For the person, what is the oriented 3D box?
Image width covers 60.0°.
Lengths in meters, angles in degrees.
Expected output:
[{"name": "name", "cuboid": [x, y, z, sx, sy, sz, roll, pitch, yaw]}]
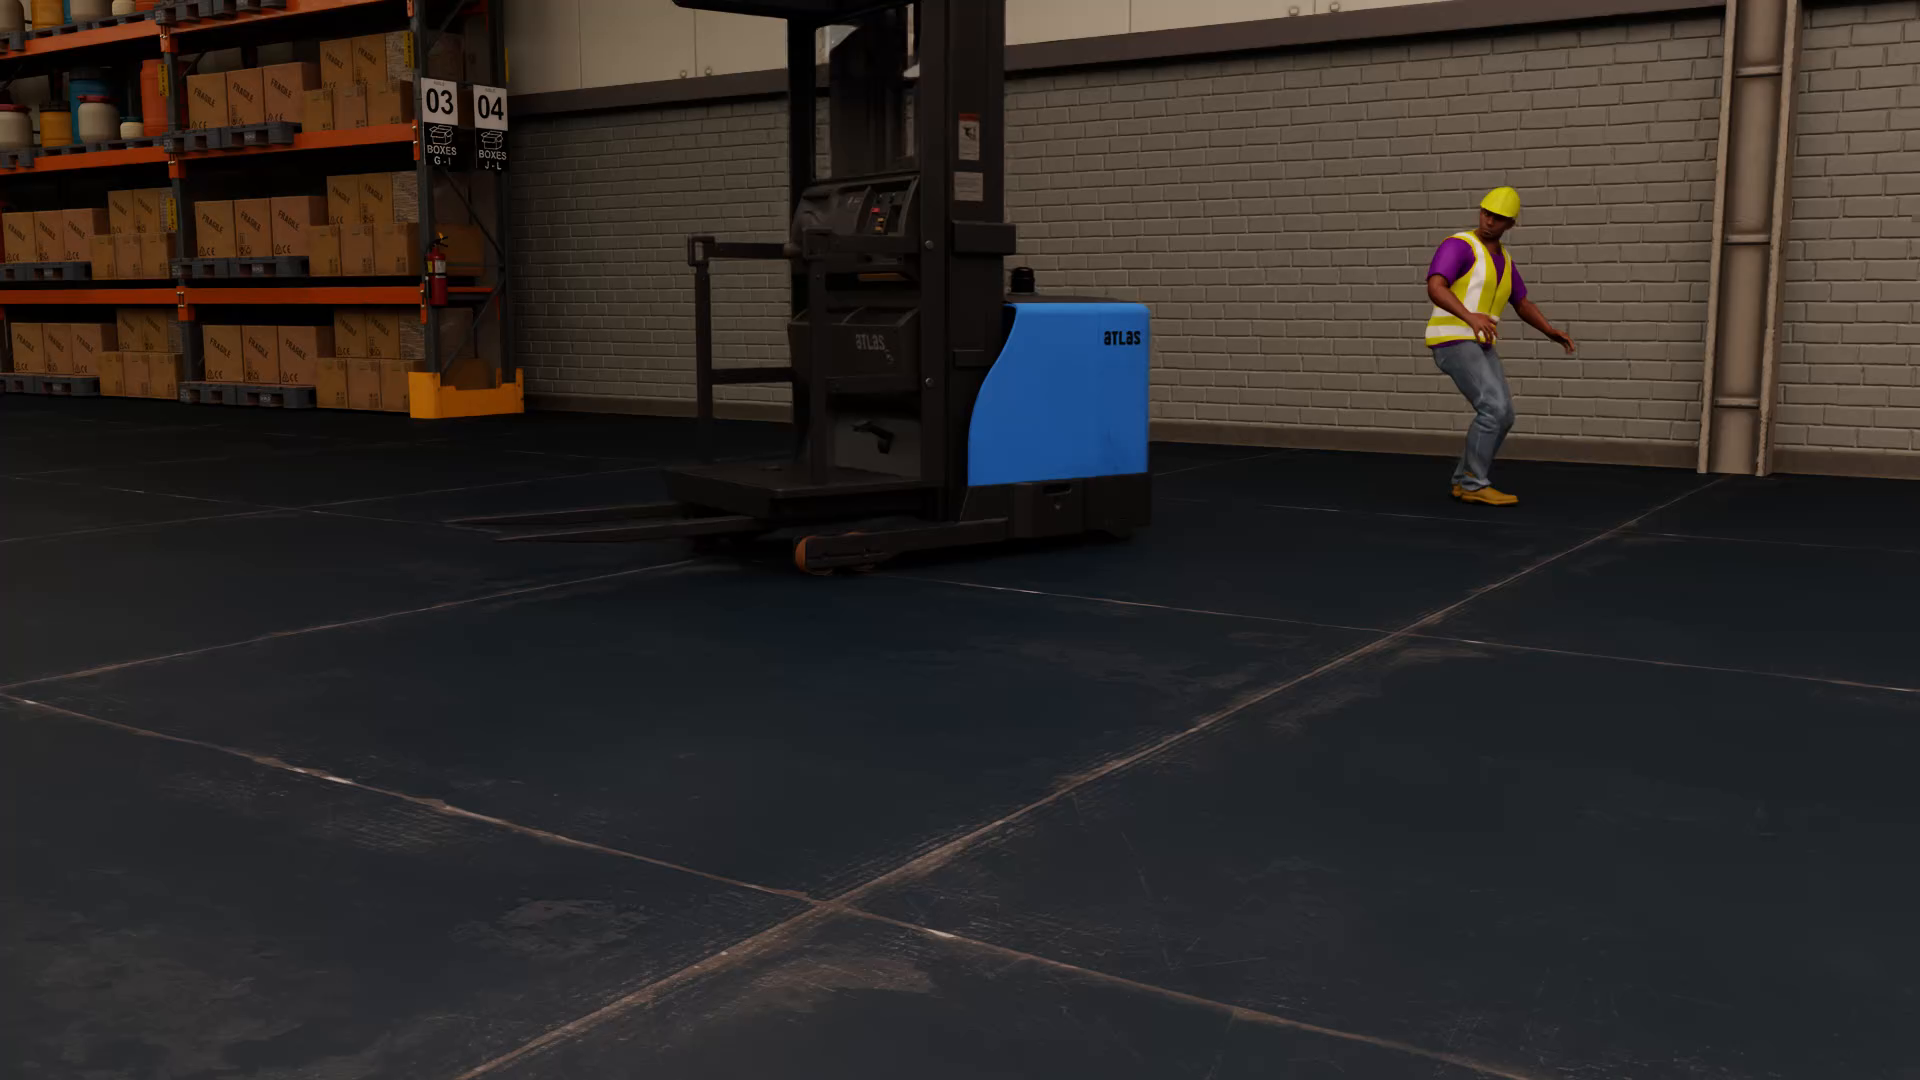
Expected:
[{"name": "person", "cuboid": [2.871, -1.024, 8.930, 0.645, 1.716, 0.821, 7, 11, 42]}]

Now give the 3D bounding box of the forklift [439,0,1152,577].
[{"name": "forklift", "cuboid": [-0.624, -1.390, 6.968, 3.031, 2.935, 1.130, -6, 10, -35]}]
